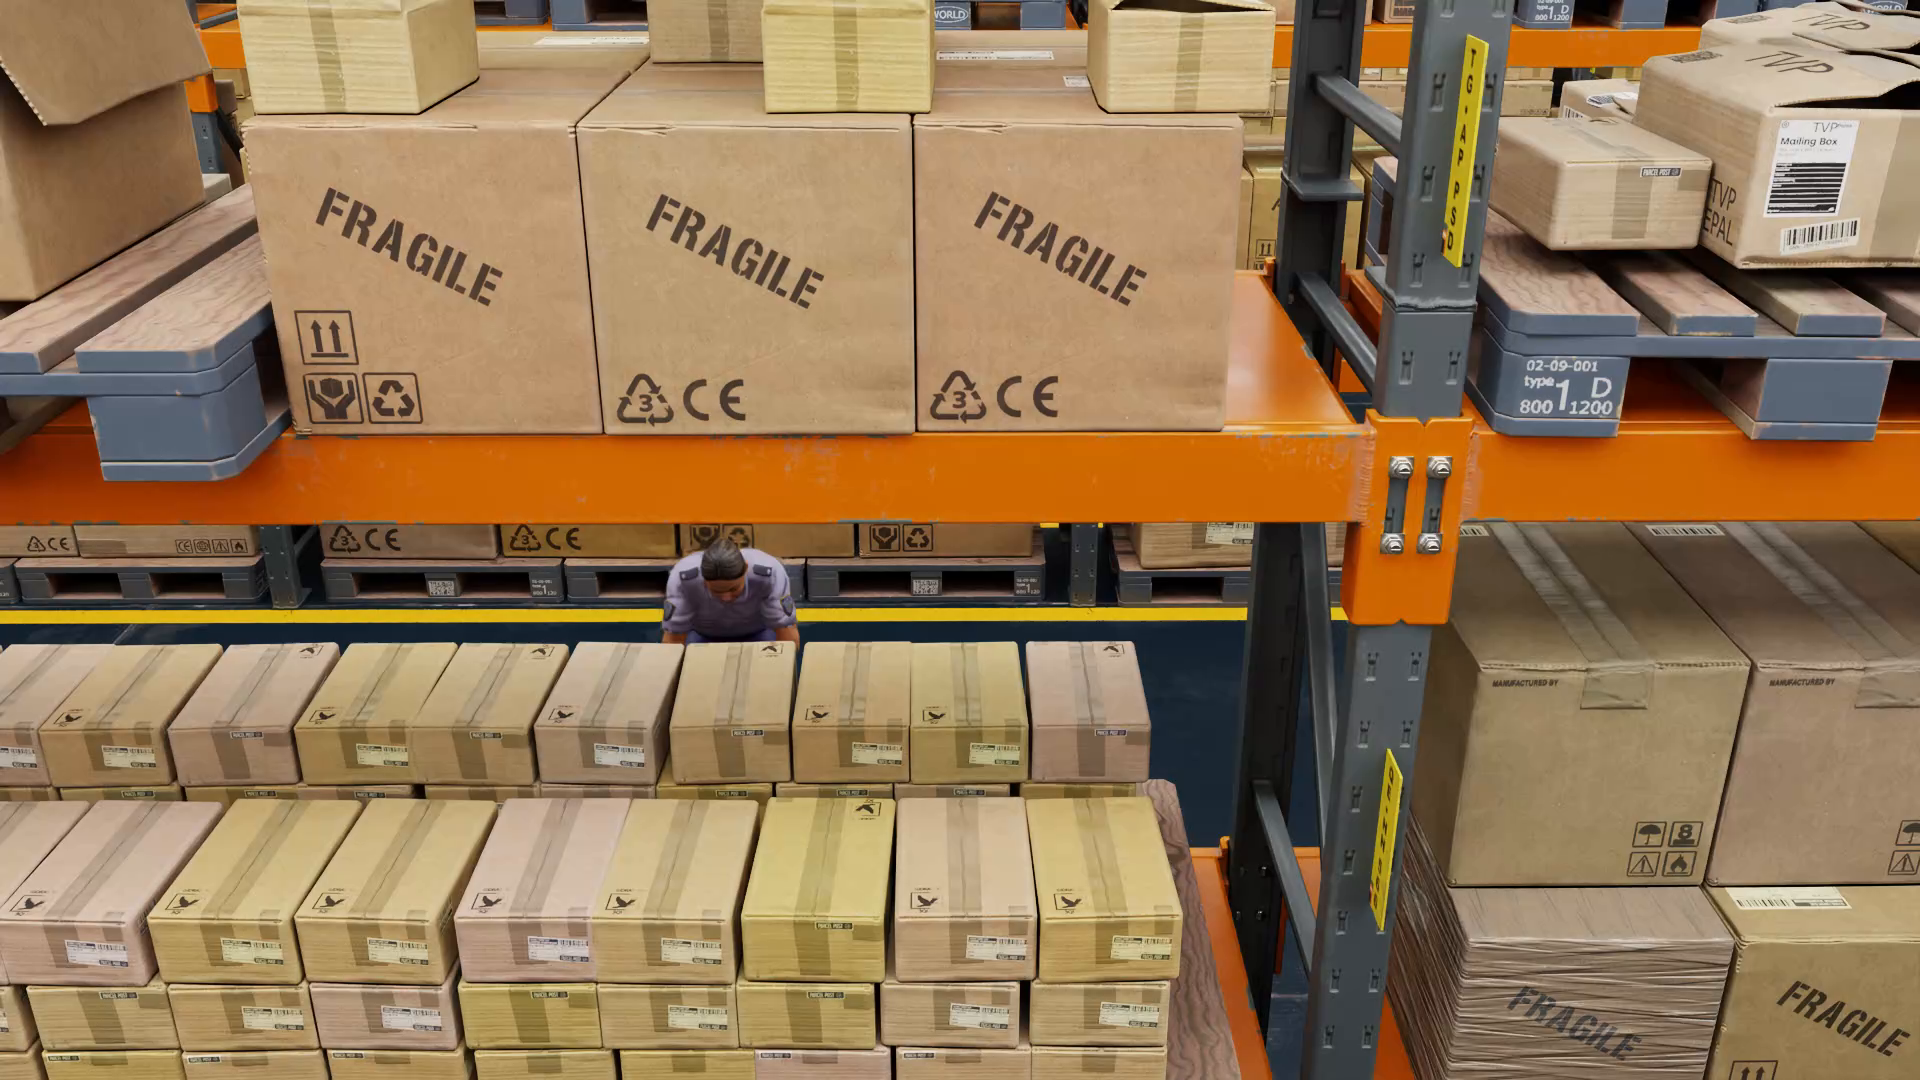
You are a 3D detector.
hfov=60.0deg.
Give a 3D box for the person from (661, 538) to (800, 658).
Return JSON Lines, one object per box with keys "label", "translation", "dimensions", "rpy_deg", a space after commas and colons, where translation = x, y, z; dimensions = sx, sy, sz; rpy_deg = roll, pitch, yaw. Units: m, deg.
{"label": "person", "translation": [-0.892, 0.466, 6.621], "dimensions": [0.540, 1.217, 0.727], "rpy_deg": [0, 24, 0]}
